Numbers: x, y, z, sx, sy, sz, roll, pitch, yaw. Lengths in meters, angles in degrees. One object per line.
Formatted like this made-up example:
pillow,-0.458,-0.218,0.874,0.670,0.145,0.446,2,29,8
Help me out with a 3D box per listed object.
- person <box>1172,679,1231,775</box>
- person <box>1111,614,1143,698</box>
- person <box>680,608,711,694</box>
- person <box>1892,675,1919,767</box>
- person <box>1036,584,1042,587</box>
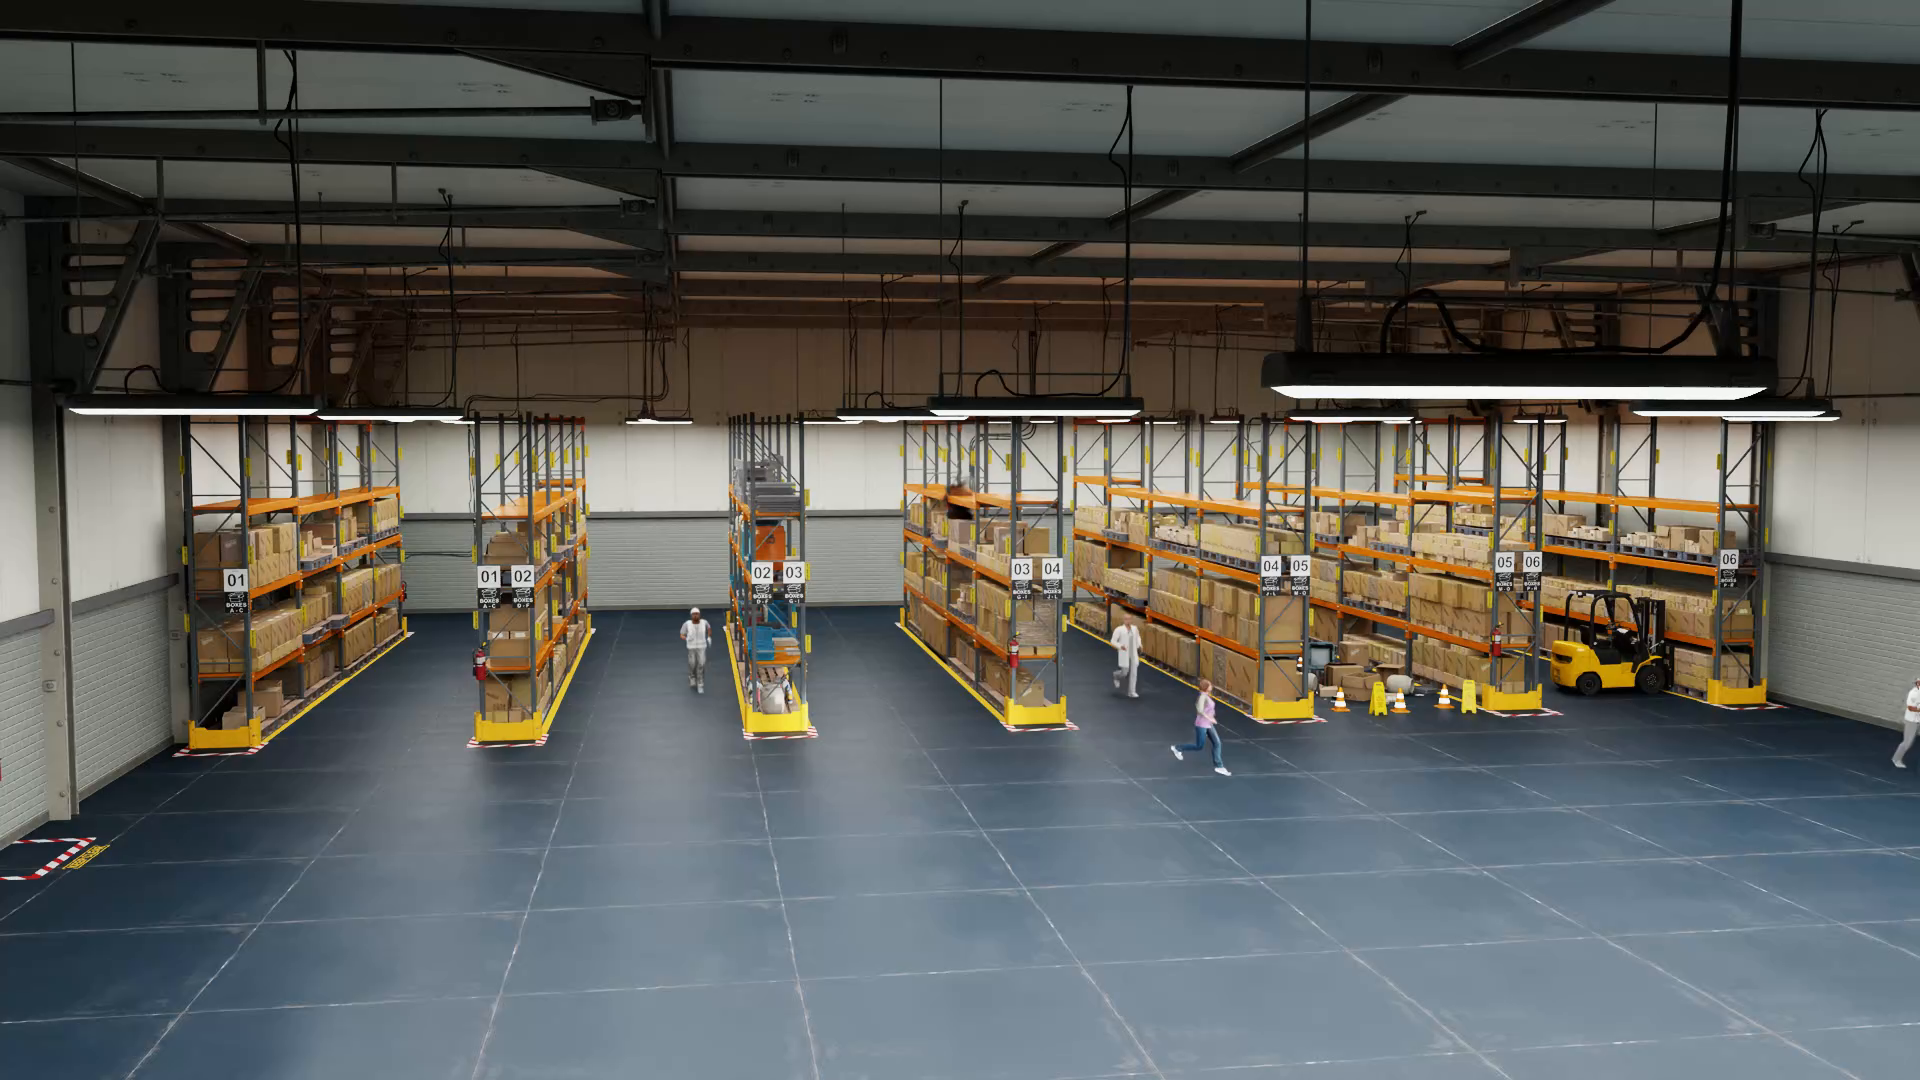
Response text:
person,3.996,3.084,27.493,0.983,1.584,0.518,2,4,25
person,3.579,2.454,35.346,0.724,1.751,1.014,-1,4,-17
person,-5.726,2.375,36.060,0.686,1.819,0.924,-1,4,-12
person,15.796,3.021,27.469,0.599,1.723,0.834,-1,4,-20
person,2.210,1.654,47.337,0.684,1.731,0.821,0,4,2
